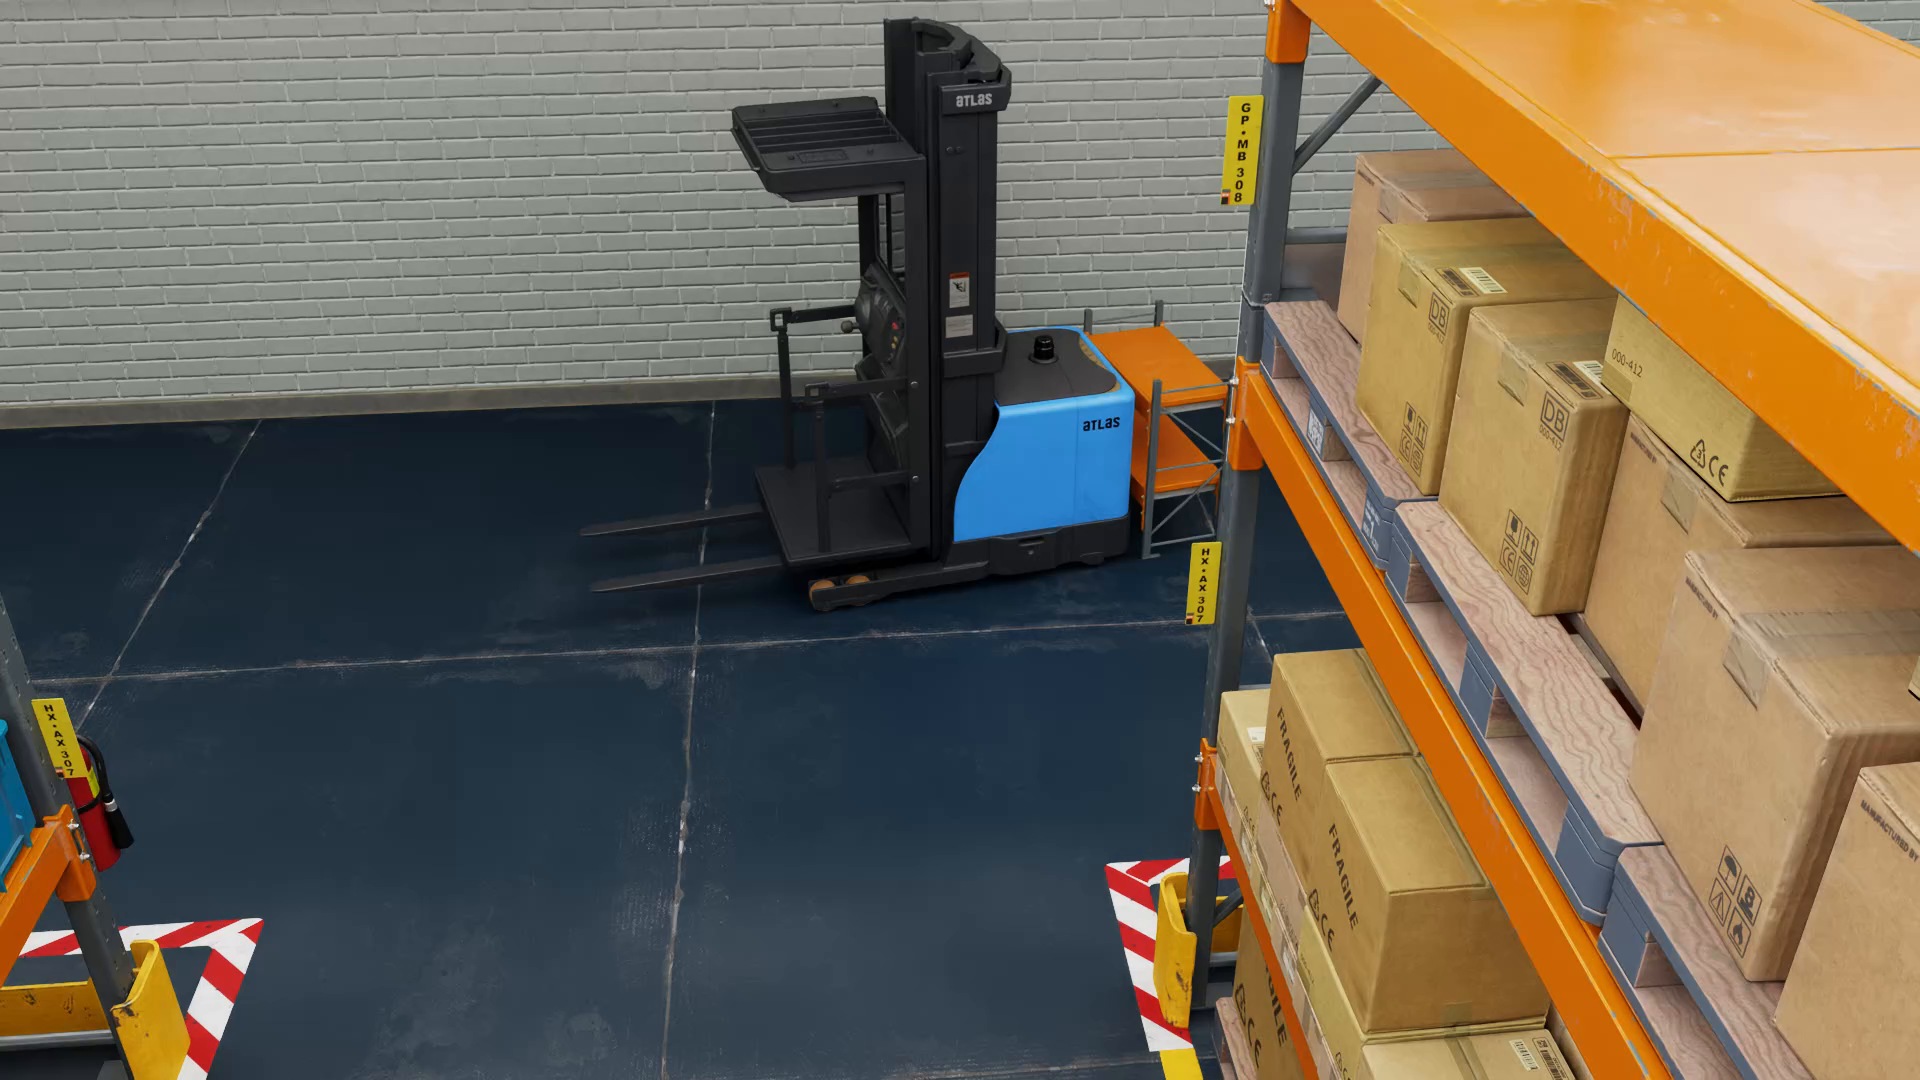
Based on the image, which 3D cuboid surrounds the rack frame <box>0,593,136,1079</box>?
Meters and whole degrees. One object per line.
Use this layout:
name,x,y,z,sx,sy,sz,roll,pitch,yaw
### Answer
rack frame,-3.551,0.769,5.538,1.000,3.000,0.127,-3,31,-5

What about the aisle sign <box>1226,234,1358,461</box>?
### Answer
aisle sign,1.075,-0.607,5.306,0.394,0.787,0.004,-3,31,-5

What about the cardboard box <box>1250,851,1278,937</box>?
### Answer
cardboard box,1.135,1.098,5.232,0.380,0.149,0.250,-3,31,-6

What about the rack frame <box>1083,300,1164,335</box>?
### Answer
rack frame,0.977,-0.913,10.181,0.500,1.125,0.032,-9,32,-15

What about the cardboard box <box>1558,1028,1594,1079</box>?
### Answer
cardboard box,1.837,1.488,4.191,0.500,0.250,0.500,-3,31,-4

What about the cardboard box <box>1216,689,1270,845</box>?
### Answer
cardboard box,1.156,0.726,5.466,0.500,0.250,0.500,-4,31,-6

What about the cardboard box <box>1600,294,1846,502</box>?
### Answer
cardboard box,1.559,-0.312,3.087,0.500,0.250,0.500,-4,31,-6

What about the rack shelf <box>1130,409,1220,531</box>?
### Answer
rack shelf,1.131,-0.455,9.891,0.538,0.278,1.000,-9,32,-15

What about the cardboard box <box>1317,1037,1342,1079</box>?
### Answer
cardboard box,1.208,1.493,4.571,0.380,0.149,0.250,-3,31,-5

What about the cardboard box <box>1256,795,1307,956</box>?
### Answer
cardboard box,1.212,0.991,5.022,0.500,0.250,0.500,-3,31,-5

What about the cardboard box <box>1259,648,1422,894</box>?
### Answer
cardboard box,1.203,0.660,4.846,0.500,0.500,0.500,-3,31,-6

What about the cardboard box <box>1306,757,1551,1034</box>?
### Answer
cardboard box,1.258,0.924,4.404,0.500,0.500,0.500,-4,31,-6

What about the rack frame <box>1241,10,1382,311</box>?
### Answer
rack frame,1.380,-2.044,4.397,1.000,3.000,0.127,-3,31,-5

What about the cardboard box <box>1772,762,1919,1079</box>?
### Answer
cardboard box,1.621,0.623,2.252,0.700,0.500,0.500,-5,31,-8

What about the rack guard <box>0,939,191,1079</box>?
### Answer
rack guard,-3.566,1.830,6.199,1.175,0.500,0.348,-3,31,-5

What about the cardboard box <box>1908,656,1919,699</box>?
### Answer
cardboard box,1.673,0.217,2.200,0.500,0.250,0.500,-5,31,-8

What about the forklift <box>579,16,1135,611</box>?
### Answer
forklift,-0.607,-1.170,8.851,3.031,2.935,1.130,-8,32,-14

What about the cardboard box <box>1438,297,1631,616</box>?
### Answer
cardboard box,1.511,-0.205,3.638,0.700,0.500,0.500,-5,31,-8

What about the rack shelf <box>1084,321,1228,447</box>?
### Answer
rack shelf,1.132,-0.916,9.615,0.538,0.278,1.000,-9,32,-15

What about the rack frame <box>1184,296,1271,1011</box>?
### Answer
rack frame,1.380,0.532,5.935,1.000,3.000,0.127,-3,31,-5

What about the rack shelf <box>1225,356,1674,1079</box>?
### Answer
rack shelf,1.567,0.574,3.641,1.077,0.370,4.000,-3,31,-5

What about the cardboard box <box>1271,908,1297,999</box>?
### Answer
cardboard box,1.160,1.231,5.009,0.380,0.149,0.250,-3,31,-5

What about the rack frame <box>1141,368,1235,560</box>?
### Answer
rack frame,1.286,-0.417,9.350,0.500,1.125,0.032,-9,32,-15

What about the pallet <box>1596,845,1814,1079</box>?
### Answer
pallet,1.688,0.906,2.470,1.003,0.211,1.213,-3,31,-5

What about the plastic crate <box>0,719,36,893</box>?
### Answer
plastic crate,-3.334,0.890,5.242,0.616,0.435,0.499,-3,31,-5

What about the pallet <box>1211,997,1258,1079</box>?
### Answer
pallet,1.533,2.133,5.973,1.003,0.211,1.213,-3,31,-5

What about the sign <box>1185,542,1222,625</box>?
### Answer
sign,0.827,0.149,5.654,0.100,0.325,0.005,-3,31,-5

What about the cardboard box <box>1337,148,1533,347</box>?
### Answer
cardboard box,1.482,-0.759,4.567,0.700,0.500,0.500,-5,31,-8

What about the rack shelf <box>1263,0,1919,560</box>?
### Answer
rack shelf,1.567,-0.542,2.974,1.077,0.370,4.000,-3,31,-5

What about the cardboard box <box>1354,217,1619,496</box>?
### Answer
cardboard box,1.415,-0.466,4.076,0.700,0.500,0.500,-4,31,-6

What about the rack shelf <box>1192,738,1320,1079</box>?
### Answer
rack shelf,1.567,1.862,4.410,1.077,0.370,4.000,-3,31,-5

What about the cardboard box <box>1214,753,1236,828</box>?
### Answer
cardboard box,1.085,0.837,5.670,0.380,0.149,0.250,-2,31,-4

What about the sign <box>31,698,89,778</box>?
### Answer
sign,-3.005,0.664,5.554,0.100,0.325,0.005,-3,31,-5

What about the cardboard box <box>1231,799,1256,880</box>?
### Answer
cardboard box,1.110,0.967,5.451,0.380,0.149,0.250,-3,31,-5

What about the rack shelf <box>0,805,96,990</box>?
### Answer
rack shelf,-3.364,2.099,4.013,1.077,0.370,4.000,-3,31,-5

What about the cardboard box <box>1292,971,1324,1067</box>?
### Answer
cardboard box,1.183,1.361,4.792,0.380,0.149,0.250,-3,31,-6

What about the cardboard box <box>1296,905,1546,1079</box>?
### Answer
cardboard box,1.255,1.248,4.592,0.500,0.250,0.500,-4,31,-6

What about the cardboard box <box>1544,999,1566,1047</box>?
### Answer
cardboard box,1.785,1.222,4.636,0.500,0.250,0.500,-4,31,-6

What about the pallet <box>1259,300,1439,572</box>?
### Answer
pallet,1.460,-0.340,4.556,1.003,0.211,1.213,-3,31,-5

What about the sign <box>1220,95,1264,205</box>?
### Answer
sign,0.827,-1.142,4.882,0.100,0.325,0.005,-3,31,-5

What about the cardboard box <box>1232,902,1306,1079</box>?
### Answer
cardboard box,1.520,1.586,5.832,0.875,0.875,0.875,-3,31,-5

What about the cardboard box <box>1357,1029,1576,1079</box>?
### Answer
cardboard box,1.309,1.514,4.146,0.500,0.250,0.500,-3,31,-6

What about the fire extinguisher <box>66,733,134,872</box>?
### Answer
fire extinguisher,-3.113,0.863,5.819,0.296,0.674,0.183,-3,31,-5

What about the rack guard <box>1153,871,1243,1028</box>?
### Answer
rack guard,1.378,1.592,6.597,1.175,0.500,0.348,-3,31,-5

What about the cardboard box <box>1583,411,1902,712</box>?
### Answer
cardboard box,1.668,0.075,3.170,0.700,0.500,0.500,-1,31,-2

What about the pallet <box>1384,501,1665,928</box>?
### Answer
pallet,1.577,0.284,3.510,1.003,0.211,1.213,-3,31,-5

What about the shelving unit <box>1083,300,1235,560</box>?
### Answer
shelving unit,1.131,-0.665,9.765,0.538,1.125,1.048,-9,32,-15

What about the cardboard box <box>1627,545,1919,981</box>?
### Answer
cardboard box,1.575,0.348,2.712,0.700,0.500,0.500,-1,31,-2
